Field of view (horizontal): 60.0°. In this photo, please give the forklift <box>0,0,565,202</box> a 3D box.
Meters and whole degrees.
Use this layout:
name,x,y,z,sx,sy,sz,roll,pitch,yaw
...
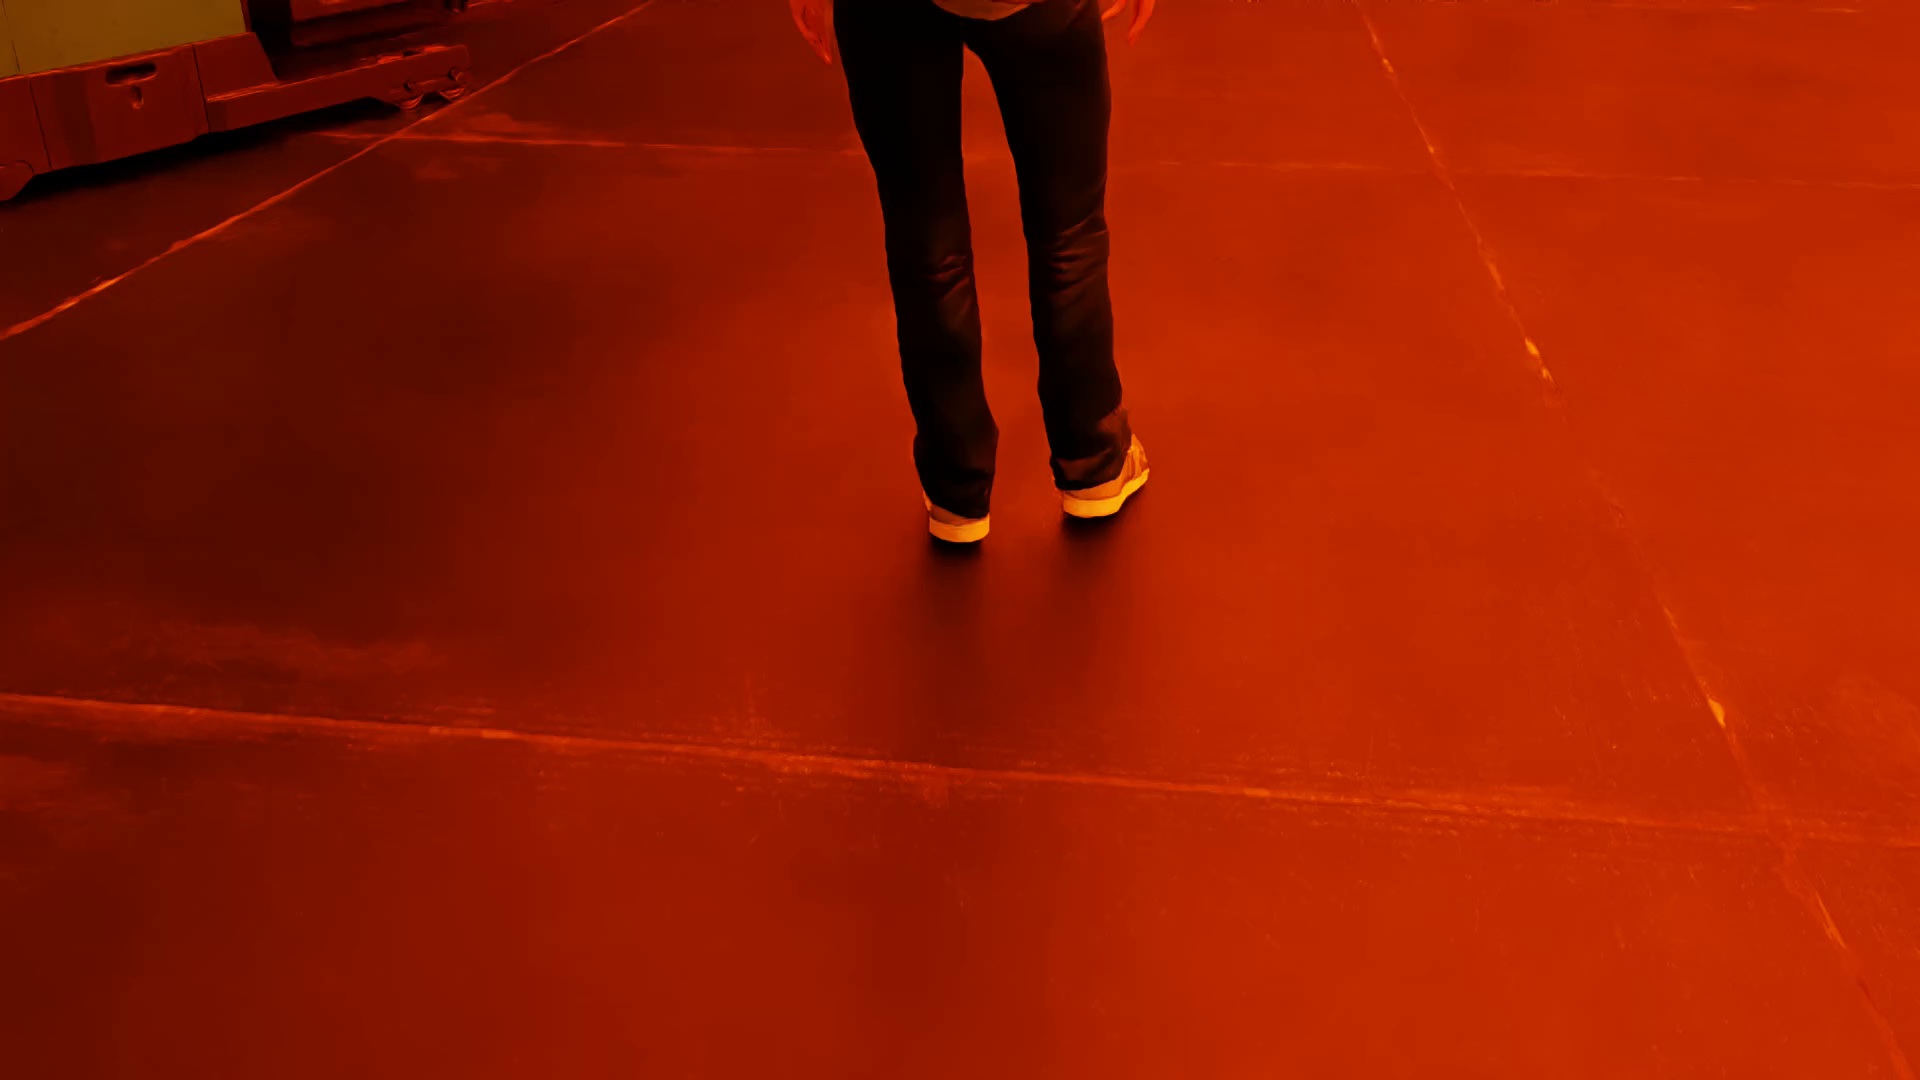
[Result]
name,x,y,z,sx,sy,sz,roll,pitch,yaw
forklift,-2.236,-2.736,4.702,1.130,2.935,3.031,13,29,24

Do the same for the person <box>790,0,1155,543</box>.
name,x,y,z,sx,sy,sz,roll,pitch,yaw
person,0.023,-0.753,2.204,0.520,1.597,0.474,3,27,7
